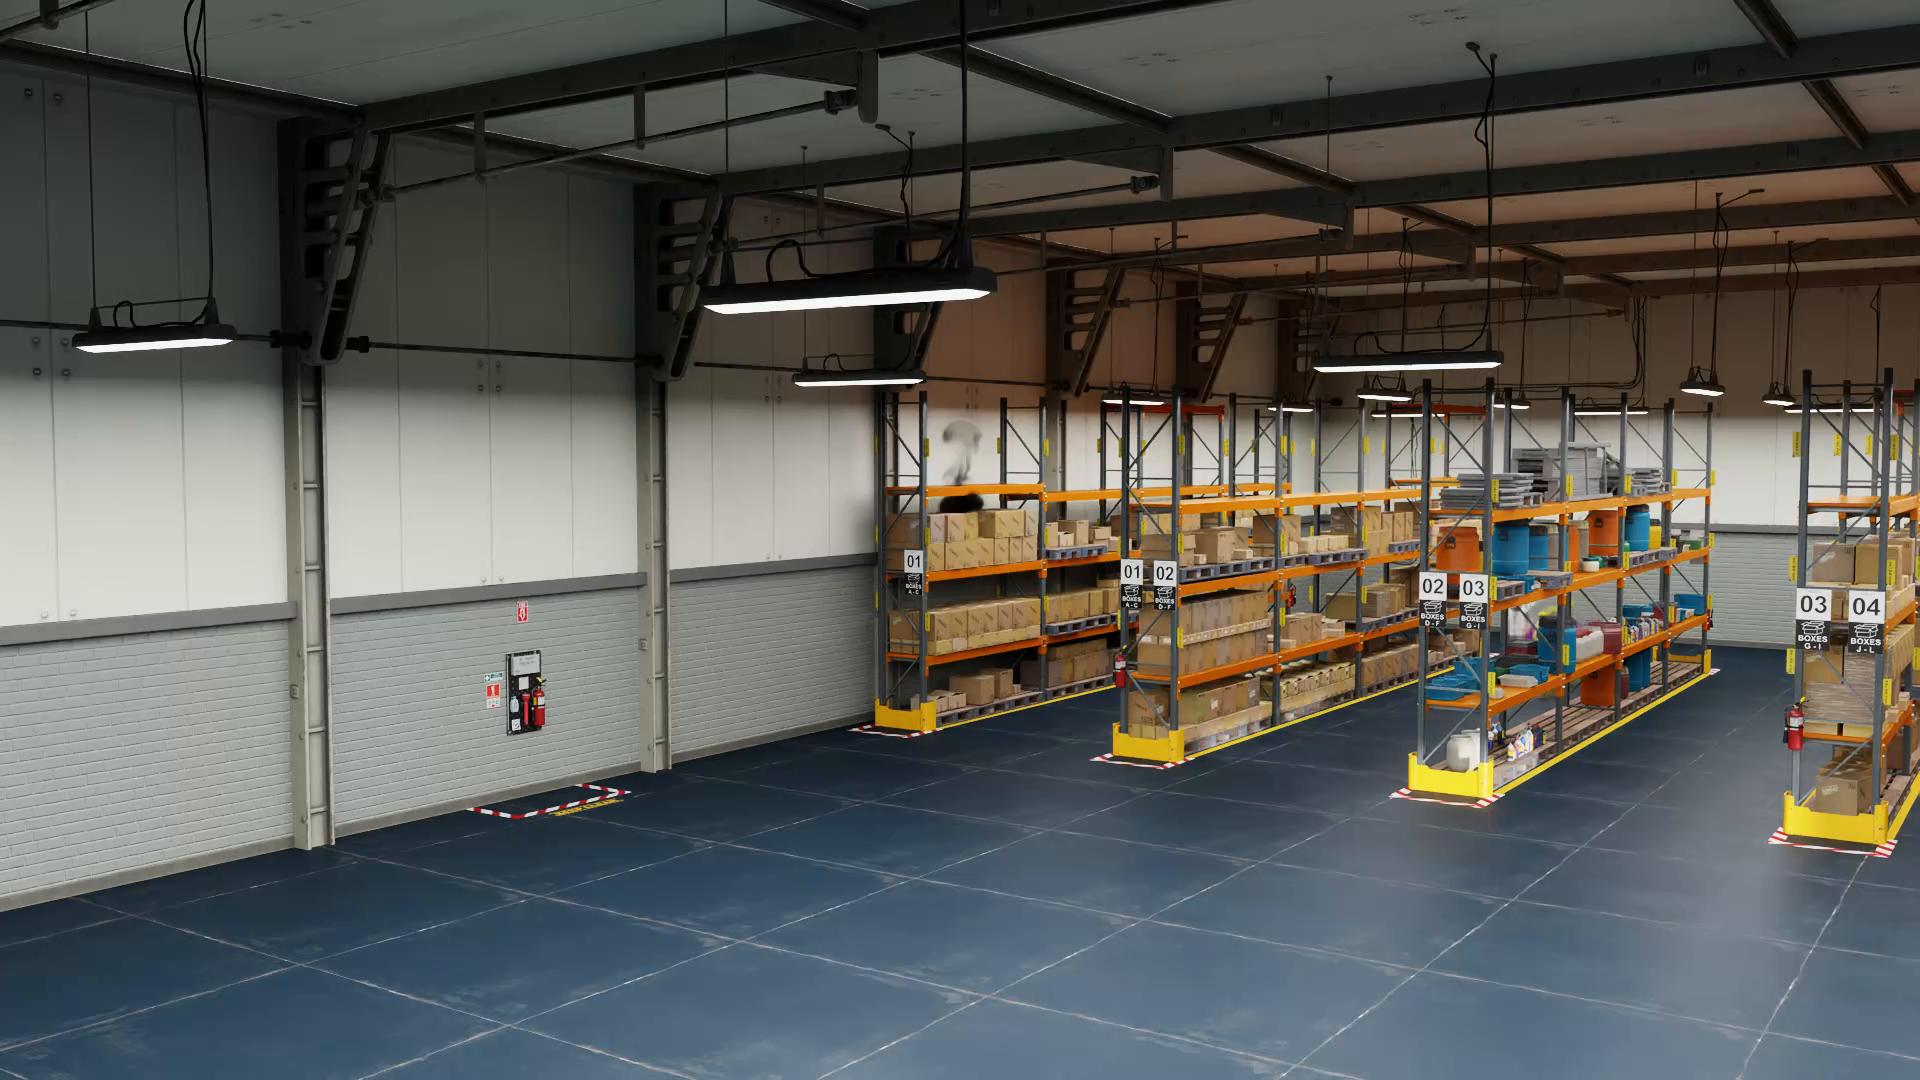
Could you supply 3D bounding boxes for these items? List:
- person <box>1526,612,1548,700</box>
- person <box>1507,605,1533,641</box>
[{"bbox_3d":[11.627,2.298,33.183,0.714,1.733,0.791,2,4,32],"label":"person"},{"bbox_3d":[12.342,2.096,36.852,0.682,1.752,0.605,2,4,28],"label":"person"}]
